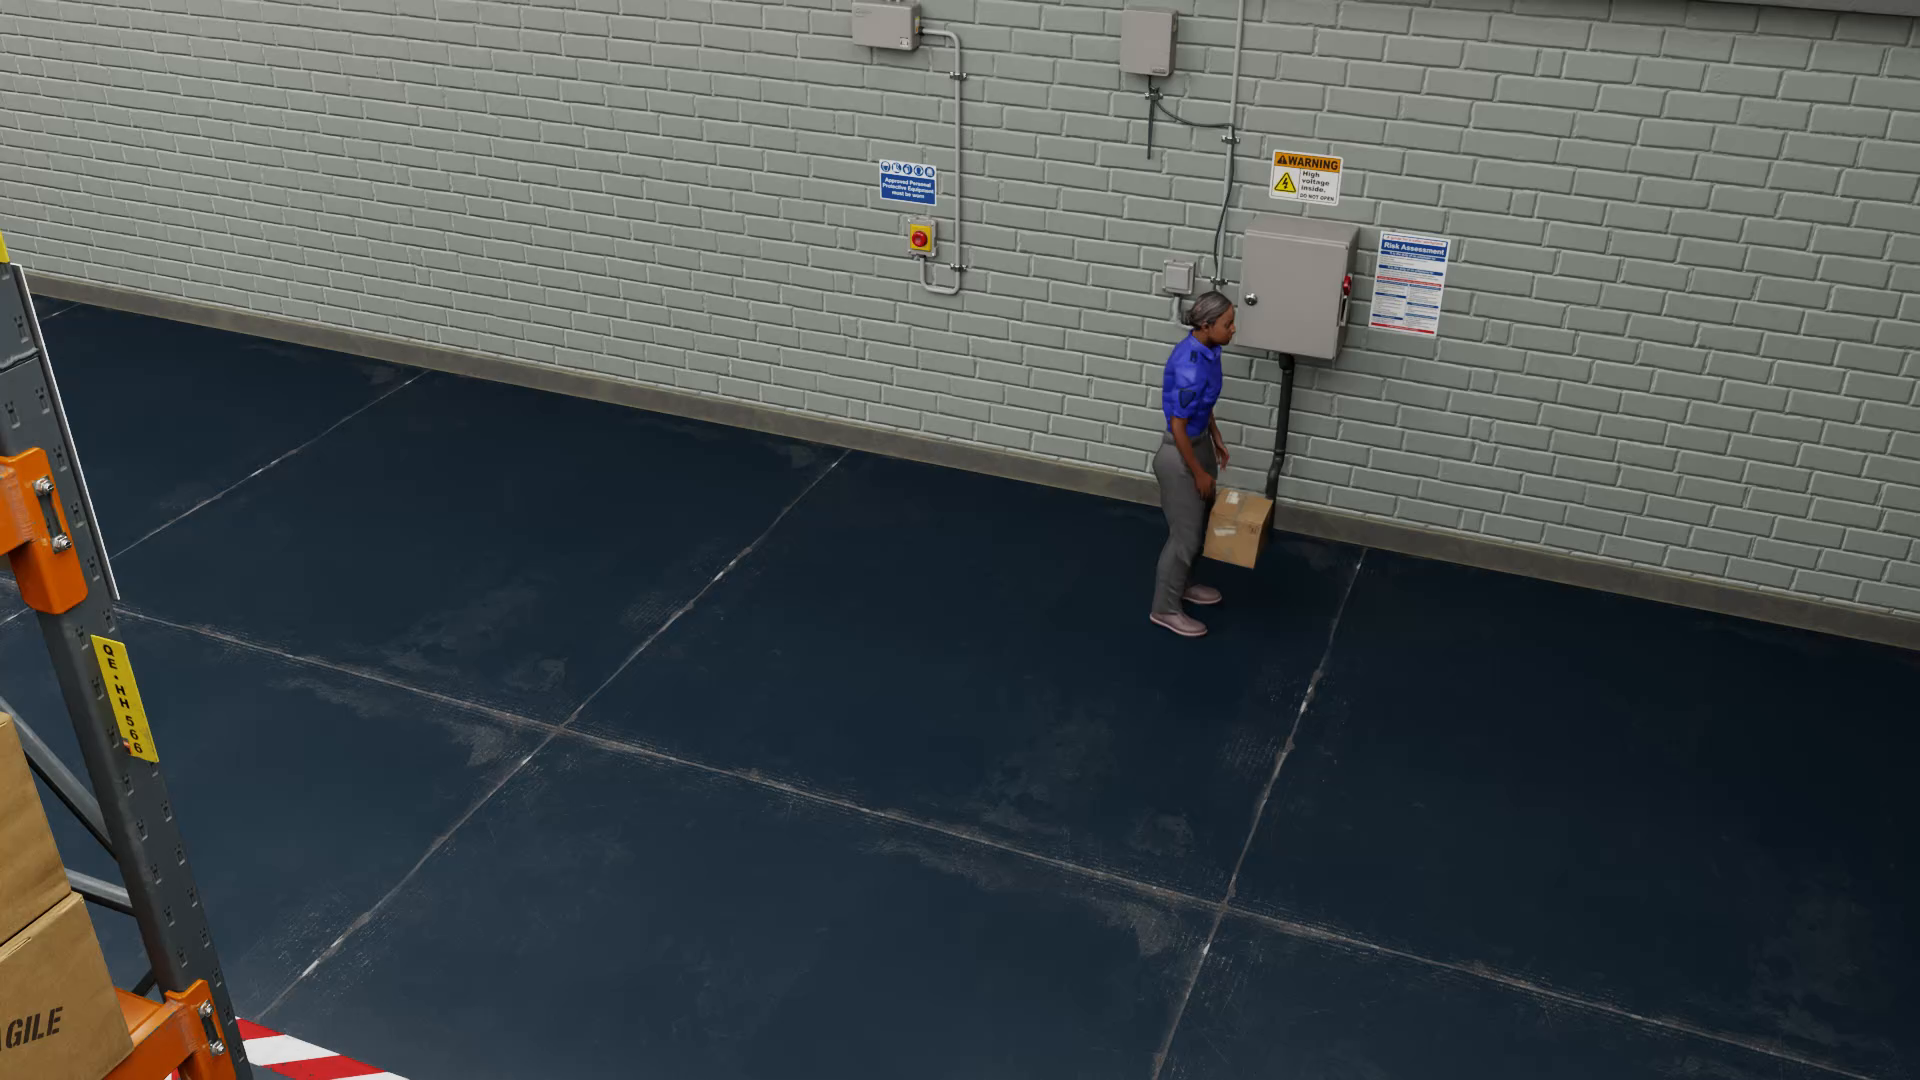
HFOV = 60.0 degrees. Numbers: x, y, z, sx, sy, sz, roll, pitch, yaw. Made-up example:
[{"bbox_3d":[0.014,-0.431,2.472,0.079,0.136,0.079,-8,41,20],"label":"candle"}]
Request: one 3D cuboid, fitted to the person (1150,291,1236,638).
[{"bbox_3d":[1.092,-0.378,7.788,0.345,1.659,0.494,11,31,18],"label":"person"}]
